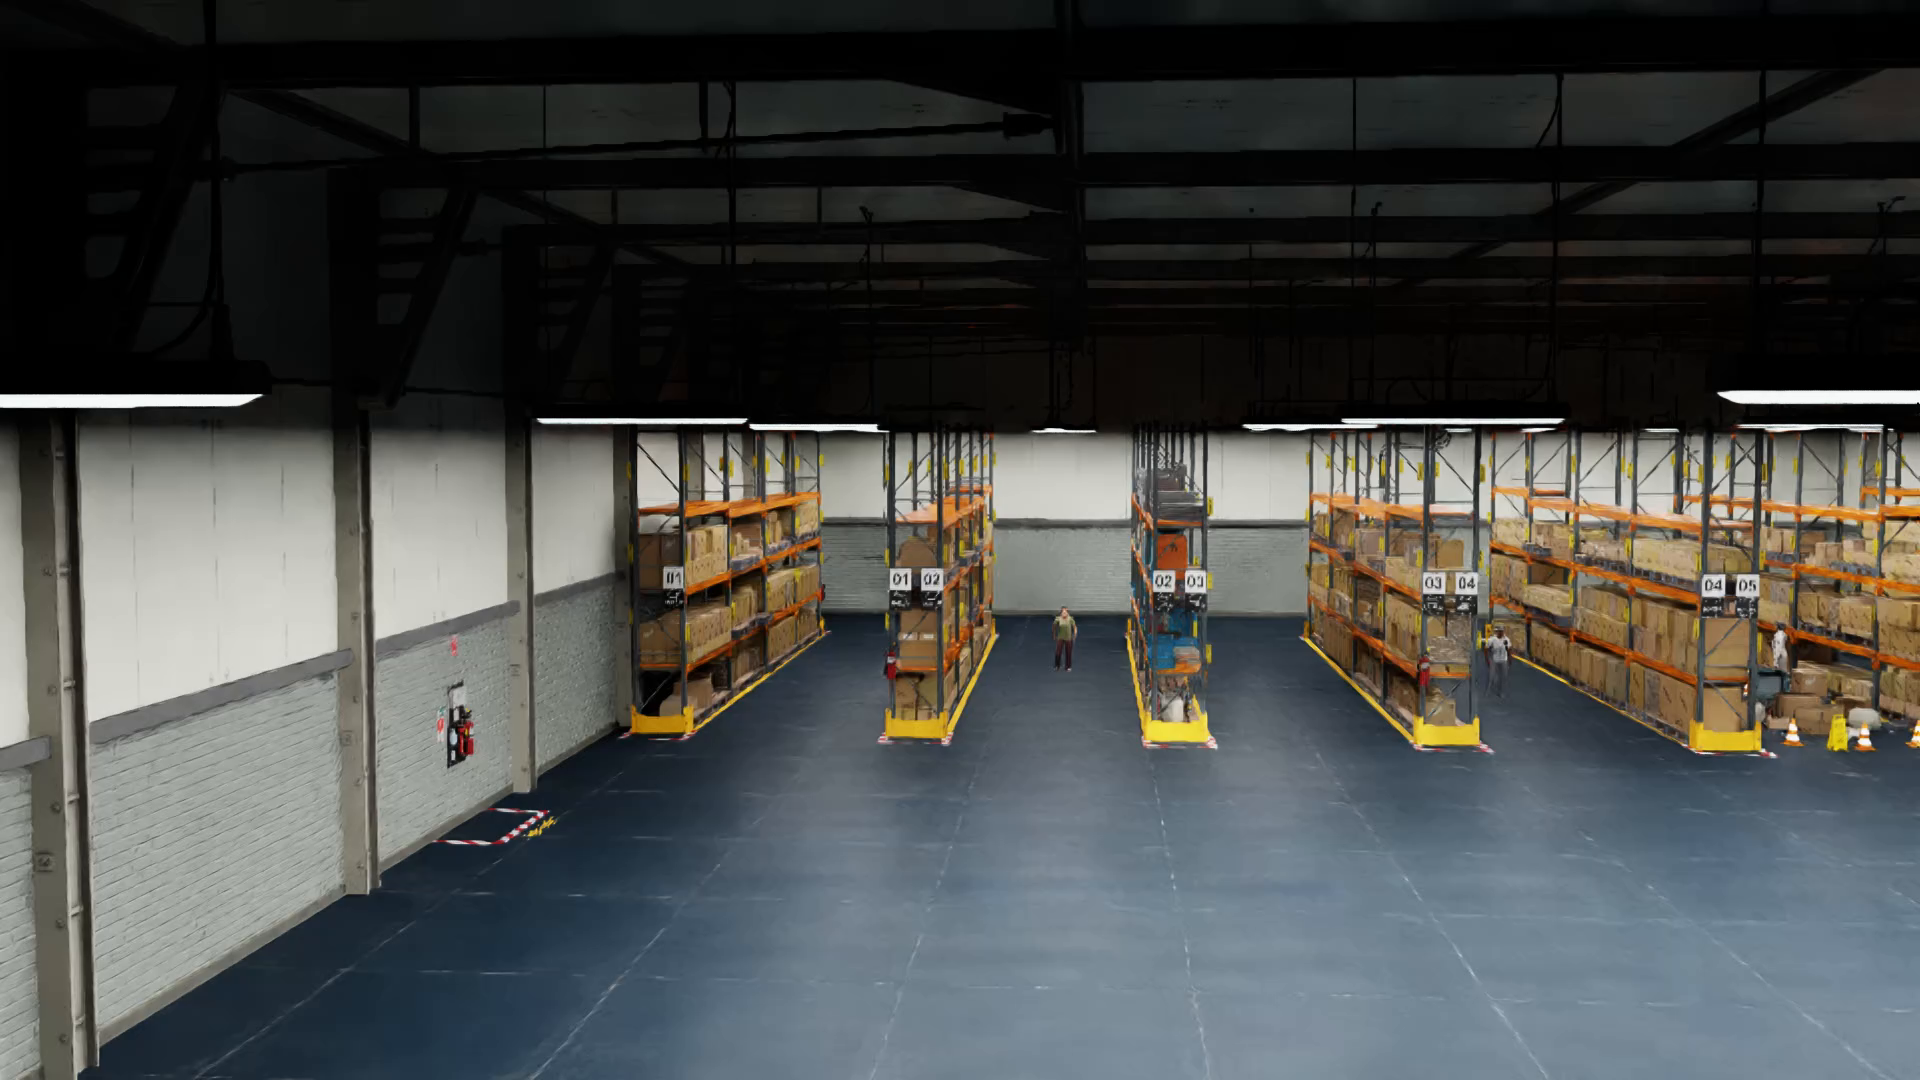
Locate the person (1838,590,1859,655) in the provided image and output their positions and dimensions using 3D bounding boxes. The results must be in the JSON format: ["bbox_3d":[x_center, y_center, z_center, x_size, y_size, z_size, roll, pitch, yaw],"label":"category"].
[{"bbox_3d":[23.226,2.134,43.428,0.558,1.663,0.660,1,4,12],"label":"person"}]

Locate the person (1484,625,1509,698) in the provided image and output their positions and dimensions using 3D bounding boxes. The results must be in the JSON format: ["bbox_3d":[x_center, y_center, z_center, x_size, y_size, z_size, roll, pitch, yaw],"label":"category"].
[{"bbox_3d":[11.676,2.628,36.160,0.498,1.629,0.526,0,4,3],"label":"person"}]

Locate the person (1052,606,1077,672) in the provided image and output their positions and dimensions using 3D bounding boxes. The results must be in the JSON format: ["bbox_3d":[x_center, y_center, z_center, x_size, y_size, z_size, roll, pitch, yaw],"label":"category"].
[{"bbox_3d":[2.512,2.389,40.155,0.586,1.600,0.502,0,4,3],"label":"person"}]

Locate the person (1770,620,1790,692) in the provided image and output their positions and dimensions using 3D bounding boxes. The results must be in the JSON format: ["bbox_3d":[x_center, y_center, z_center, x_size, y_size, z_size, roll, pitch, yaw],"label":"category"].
[{"bbox_3d":[17.875,2.576,36.323,0.551,1.664,0.573,2,4,29],"label":"person"}]

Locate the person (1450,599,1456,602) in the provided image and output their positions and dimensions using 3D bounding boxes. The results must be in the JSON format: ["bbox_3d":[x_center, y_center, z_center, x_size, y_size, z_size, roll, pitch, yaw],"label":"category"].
[{"bbox_3d":[13.677,1.925,46.383,0.541,1.697,1.089,1,4,8],"label":"person"}]
